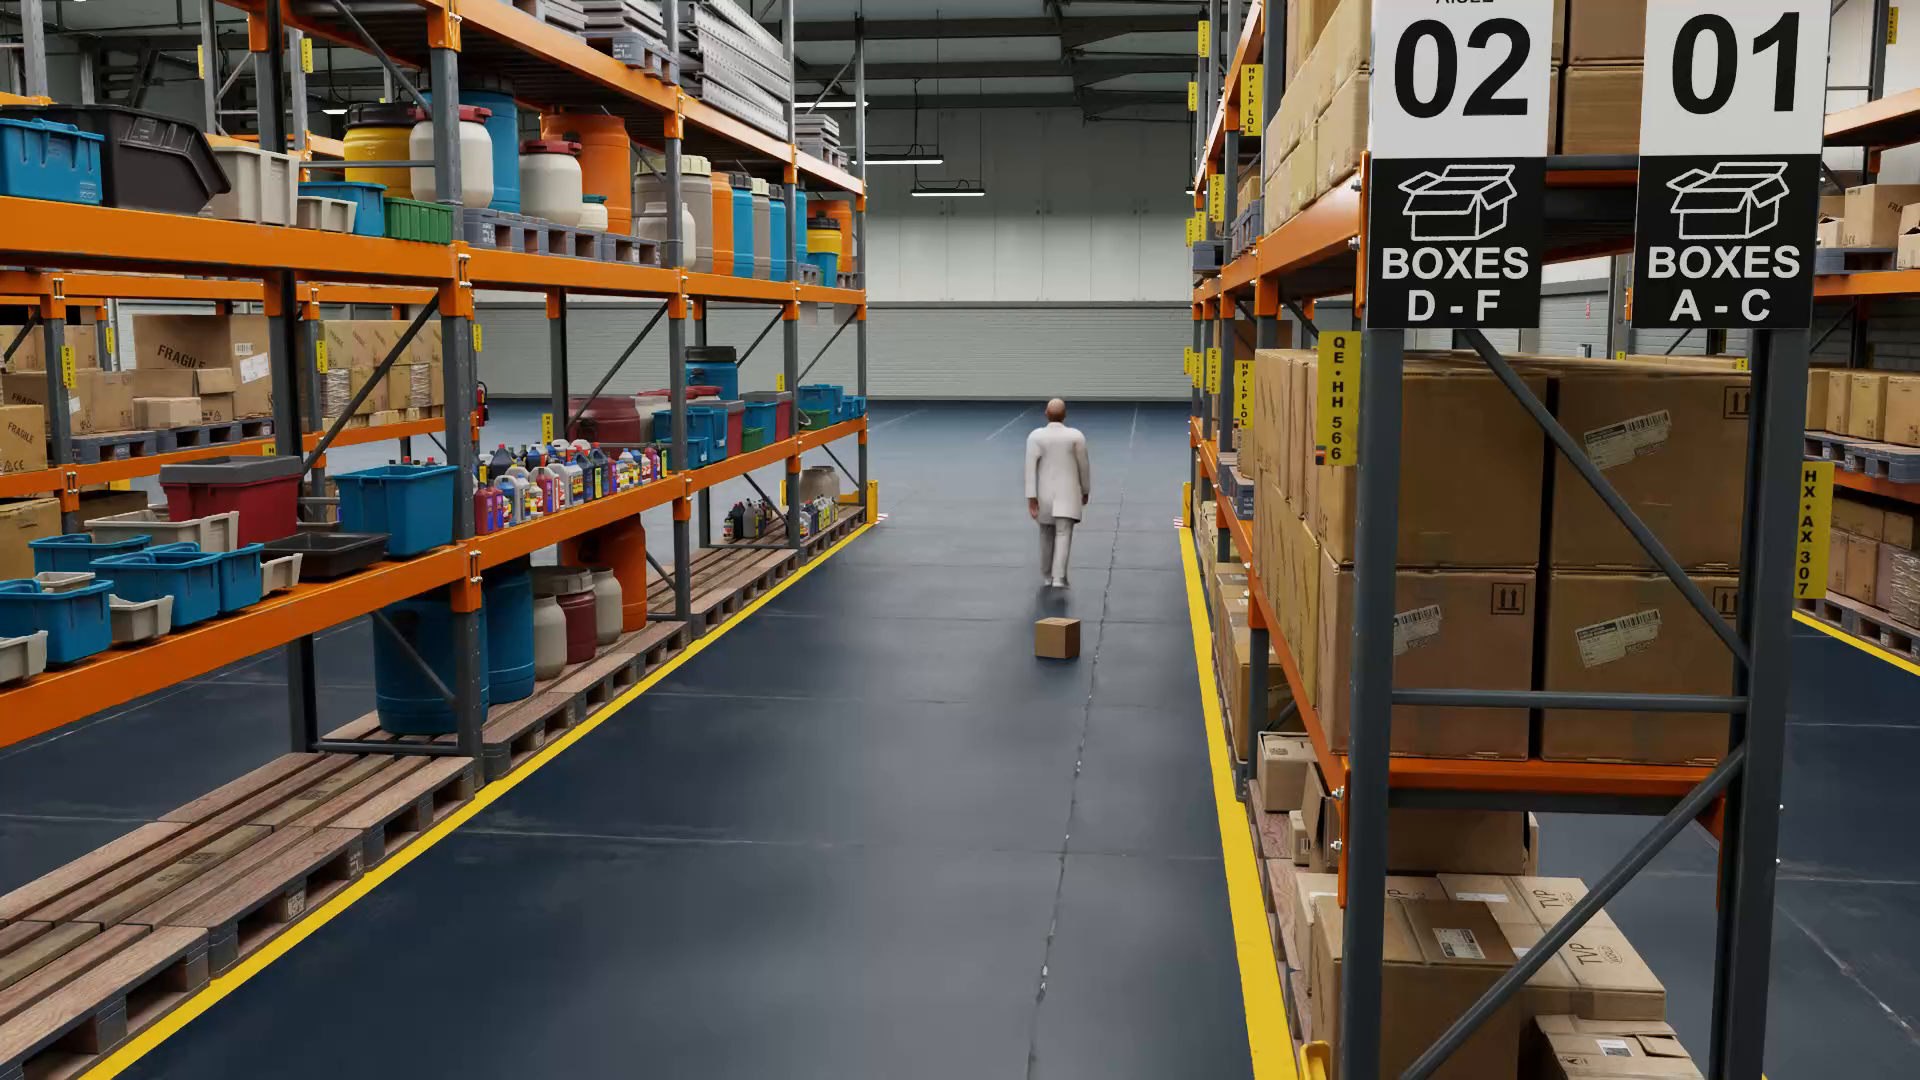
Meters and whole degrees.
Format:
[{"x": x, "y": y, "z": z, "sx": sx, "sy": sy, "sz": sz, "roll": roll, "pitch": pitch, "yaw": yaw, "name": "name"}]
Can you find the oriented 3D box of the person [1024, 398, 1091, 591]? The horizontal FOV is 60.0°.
[{"x": 0.888, "y": -0.415, "z": 15.025, "sx": 0.573, "sy": 1.731, "sz": 1.102, "roll": 1, "pitch": 8, "yaw": 11, "name": "person"}]
